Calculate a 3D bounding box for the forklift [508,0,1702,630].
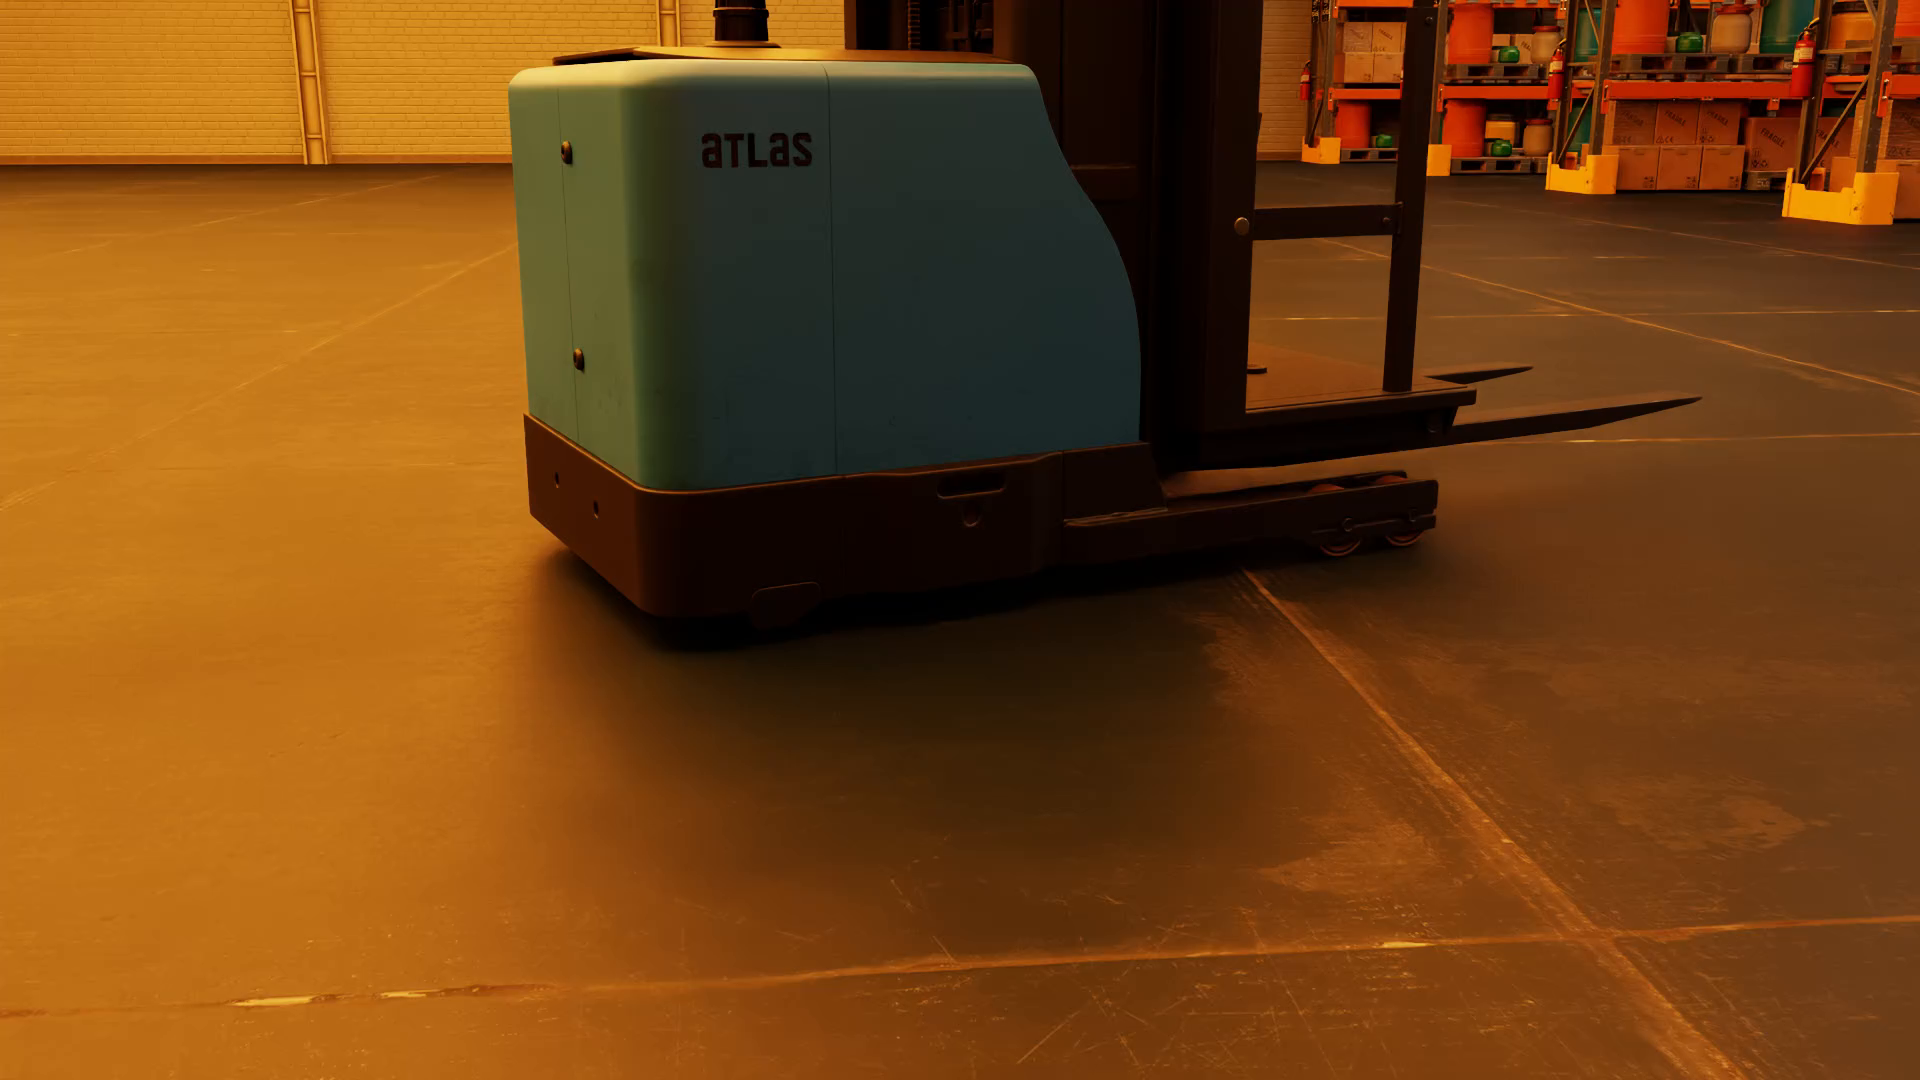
[{"bbox_3d":[0.538,-1.490,3.837,3.031,2.935,1.130,-8,17,-27],"label":"forklift"}]
